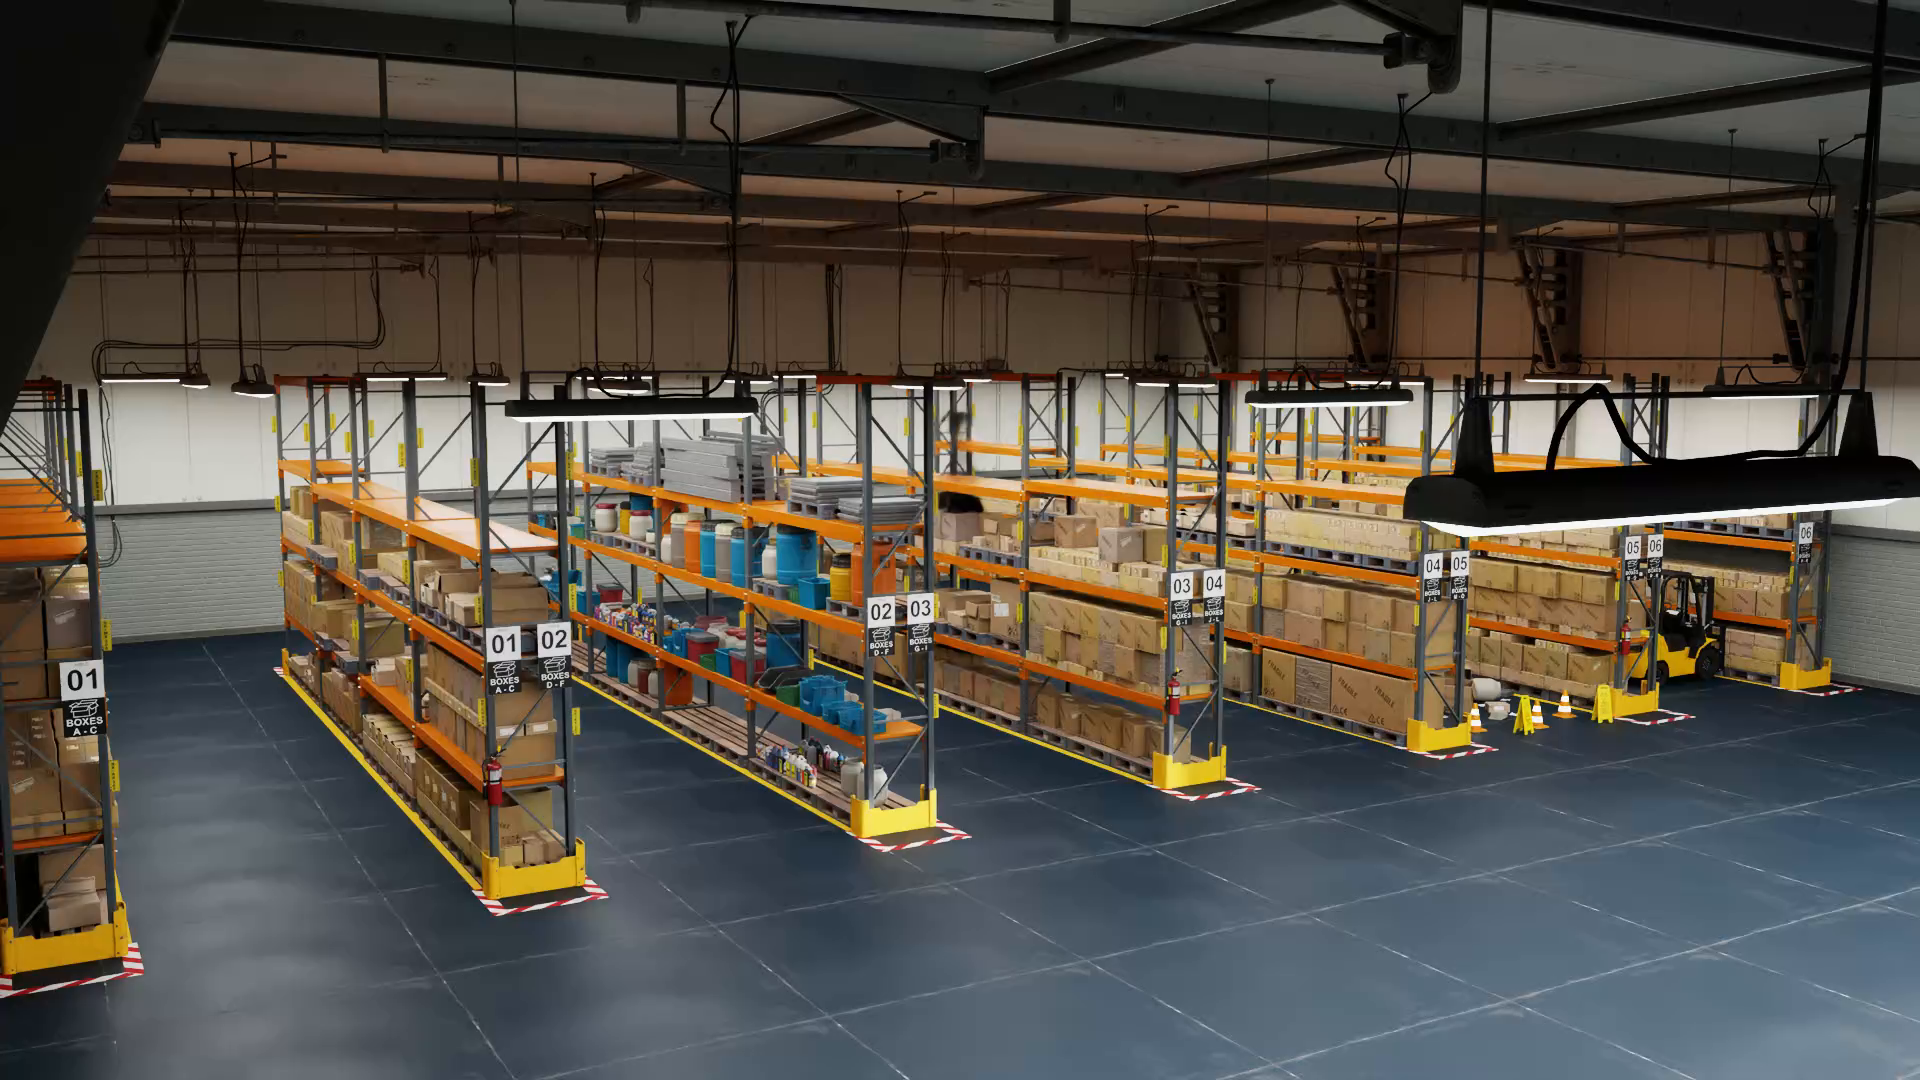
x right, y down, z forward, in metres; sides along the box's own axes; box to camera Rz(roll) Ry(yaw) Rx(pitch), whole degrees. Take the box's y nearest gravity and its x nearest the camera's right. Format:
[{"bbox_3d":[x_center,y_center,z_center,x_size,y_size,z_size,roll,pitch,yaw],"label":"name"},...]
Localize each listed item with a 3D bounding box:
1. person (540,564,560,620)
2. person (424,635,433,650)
[{"bbox_3d":[-9.455,1.361,37.885,0.854,1.622,0.601,-2,7,-20],"label":"person"},{"bbox_3d":[-10.422,1.934,32.825,0.568,1.640,0.563,-5,8,-40],"label":"person"}]
